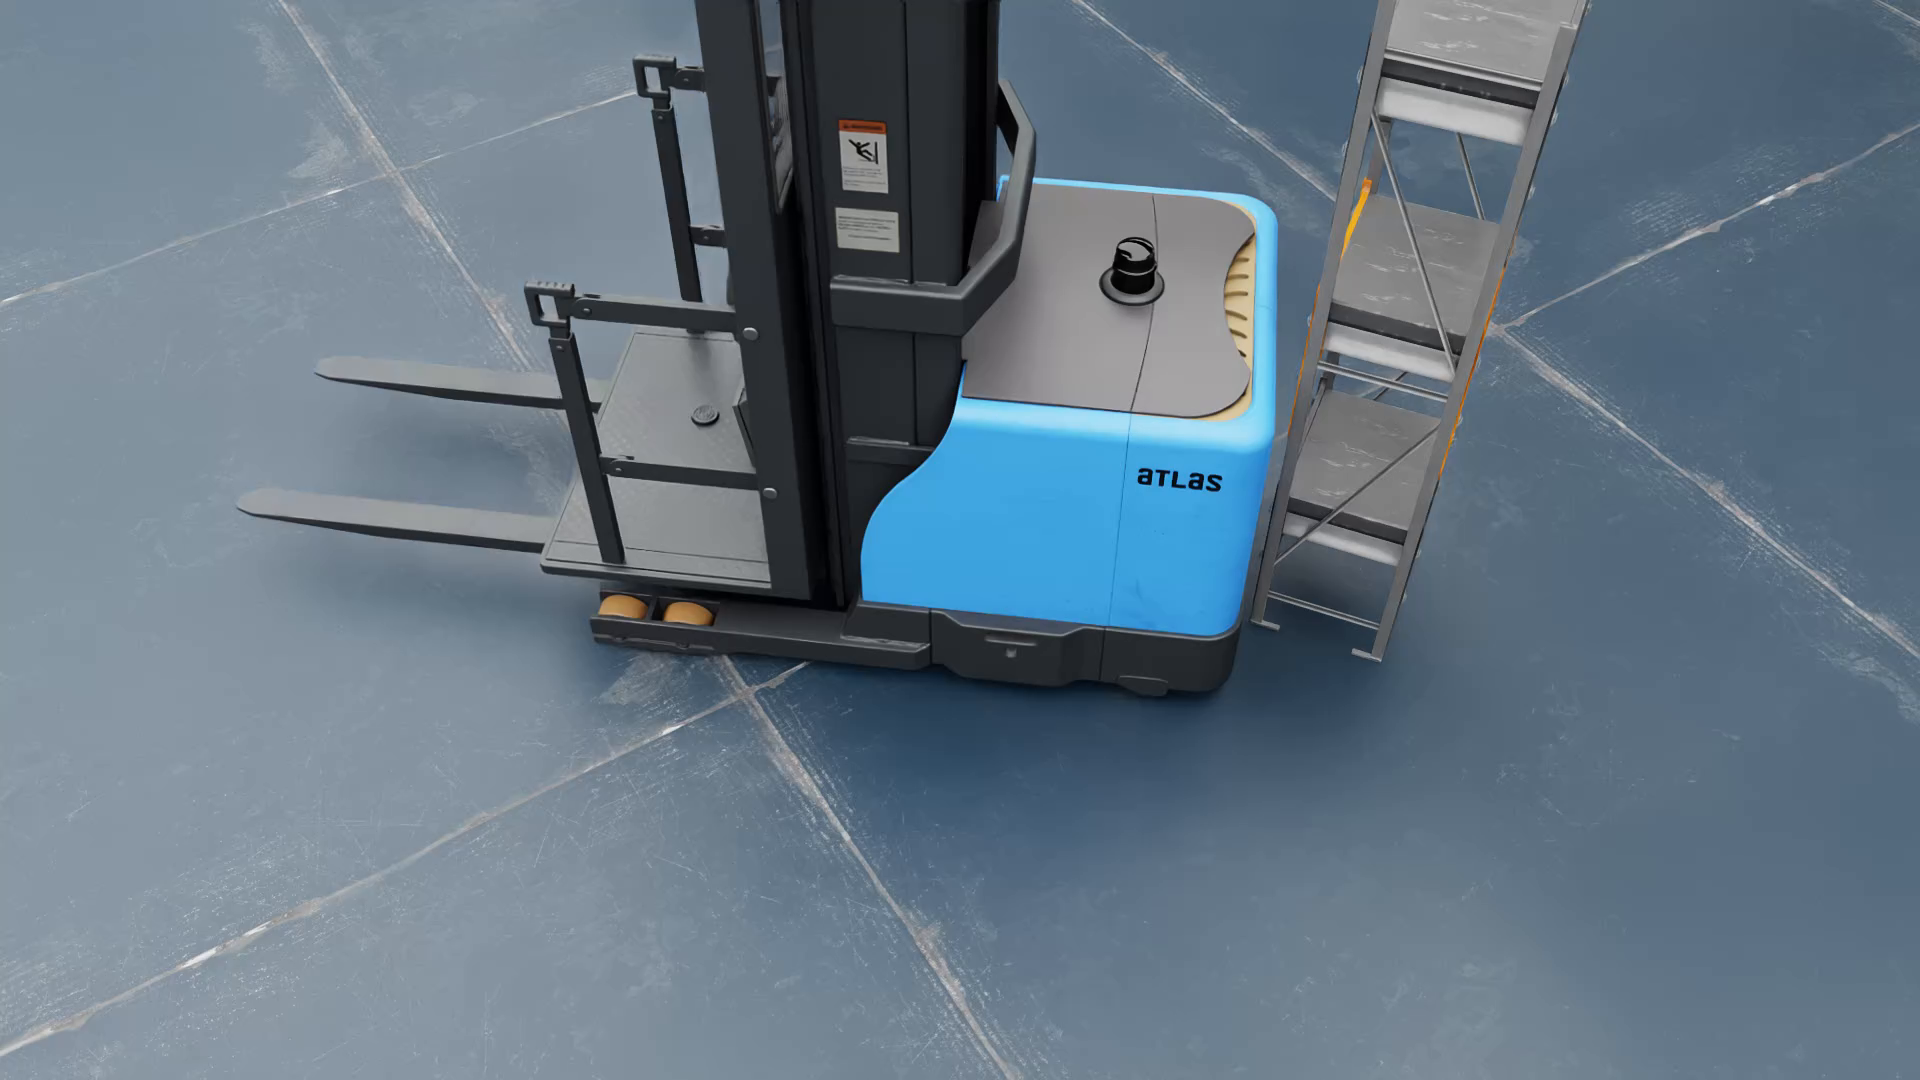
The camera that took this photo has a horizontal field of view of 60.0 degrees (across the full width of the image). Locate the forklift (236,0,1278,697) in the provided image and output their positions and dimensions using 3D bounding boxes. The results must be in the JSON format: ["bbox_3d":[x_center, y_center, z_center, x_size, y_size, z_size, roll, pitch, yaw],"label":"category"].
[{"bbox_3d":[-0.654,-1.021,4.197,3.031,2.935,1.130,6,49,5],"label":"forklift"}]

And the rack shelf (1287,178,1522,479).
[{"bbox_3d":[1.158,-0.555,4.356,0.431,0.518,0.480,17,51,15],"label":"rack shelf"}]

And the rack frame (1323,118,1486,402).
[{"bbox_3d":[1.252,-0.732,4.496,0.400,2.100,0.015,17,51,15],"label":"rack frame"}]

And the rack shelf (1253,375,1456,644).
[{"bbox_3d":[1.158,-0.089,4.879,0.431,0.518,0.480,17,51,15],"label":"rack shelf"}]

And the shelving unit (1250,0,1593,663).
[{"bbox_3d":[1.158,-0.564,4.346,0.431,2.100,0.503,17,51,15],"label":"shelving unit"}]

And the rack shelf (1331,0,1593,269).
[{"bbox_3d":[1.158,-1.020,3.834,0.431,0.518,0.480,17,51,15],"label":"rack shelf"}]

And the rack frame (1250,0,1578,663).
[{"bbox_3d":[1.064,-0.396,4.197,0.400,2.100,0.015,17,51,15],"label":"rack frame"}]
